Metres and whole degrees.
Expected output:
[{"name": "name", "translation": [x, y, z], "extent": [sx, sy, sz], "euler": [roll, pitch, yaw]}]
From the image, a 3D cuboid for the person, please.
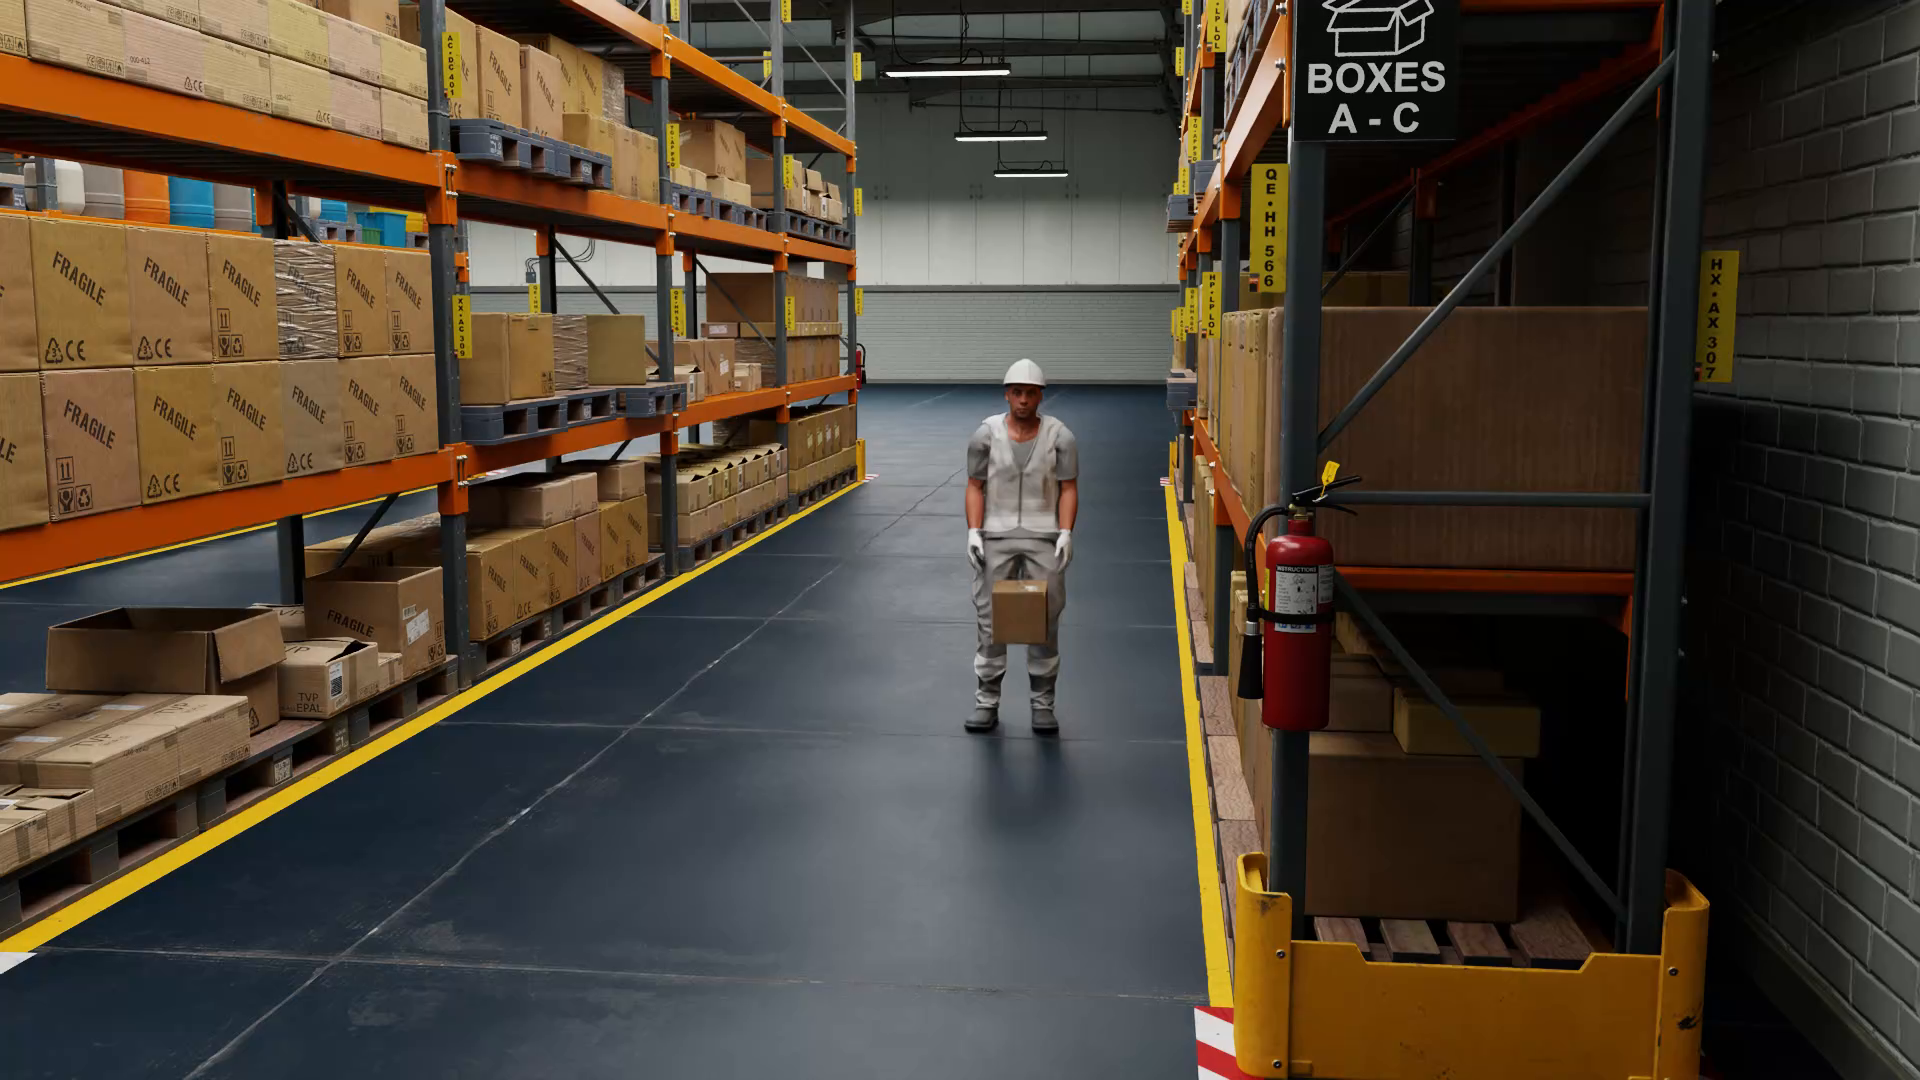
[{"name": "person", "translation": [0.299, 0.021, 8.044], "extent": [0.547, 1.787, 0.404], "euler": [1, 8, 5]}]
